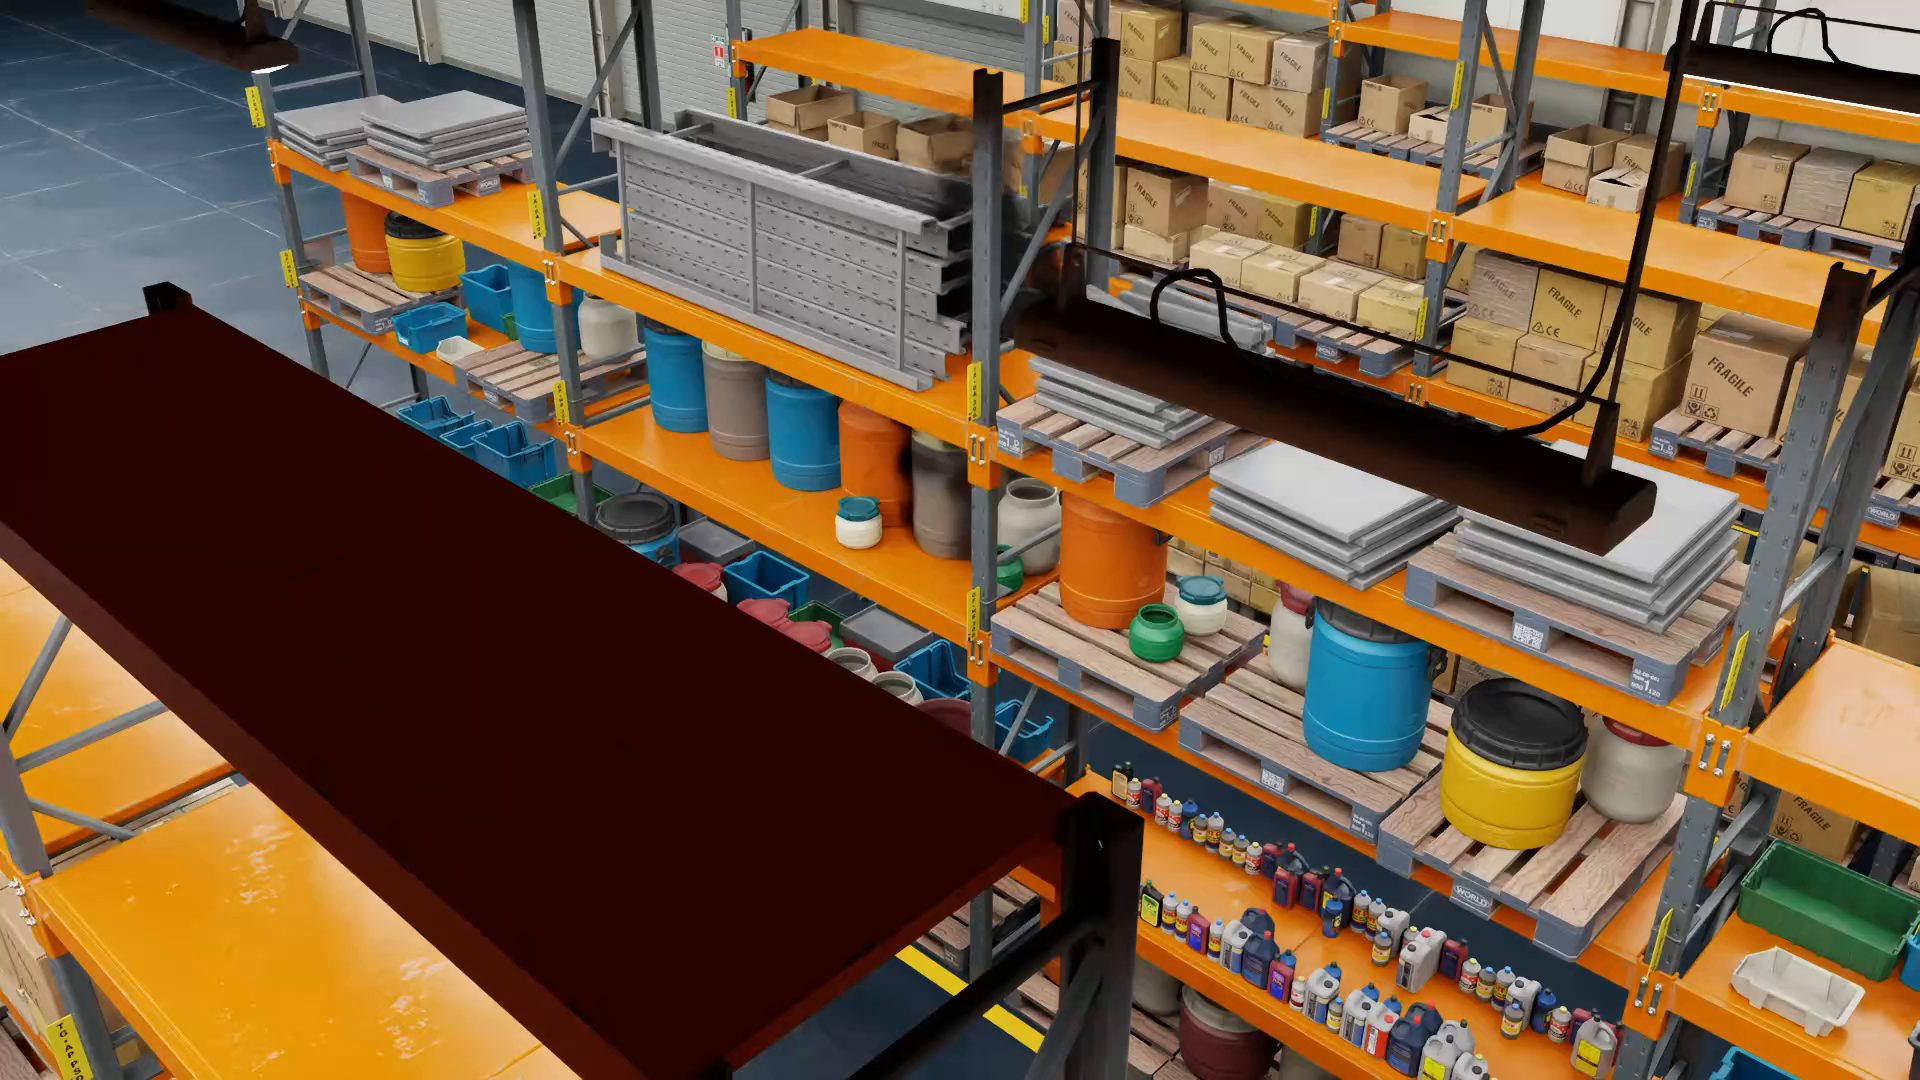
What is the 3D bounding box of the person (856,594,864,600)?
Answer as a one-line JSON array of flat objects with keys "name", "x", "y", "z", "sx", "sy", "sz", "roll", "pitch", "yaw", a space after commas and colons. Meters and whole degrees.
[{"name": "person", "x": -0.811, "y": -0.159, "z": 14.890, "sx": 0.667, "sy": 1.604, "sz": 0.508, "roll": 21, "pitch": 35, "yaw": 32}]
